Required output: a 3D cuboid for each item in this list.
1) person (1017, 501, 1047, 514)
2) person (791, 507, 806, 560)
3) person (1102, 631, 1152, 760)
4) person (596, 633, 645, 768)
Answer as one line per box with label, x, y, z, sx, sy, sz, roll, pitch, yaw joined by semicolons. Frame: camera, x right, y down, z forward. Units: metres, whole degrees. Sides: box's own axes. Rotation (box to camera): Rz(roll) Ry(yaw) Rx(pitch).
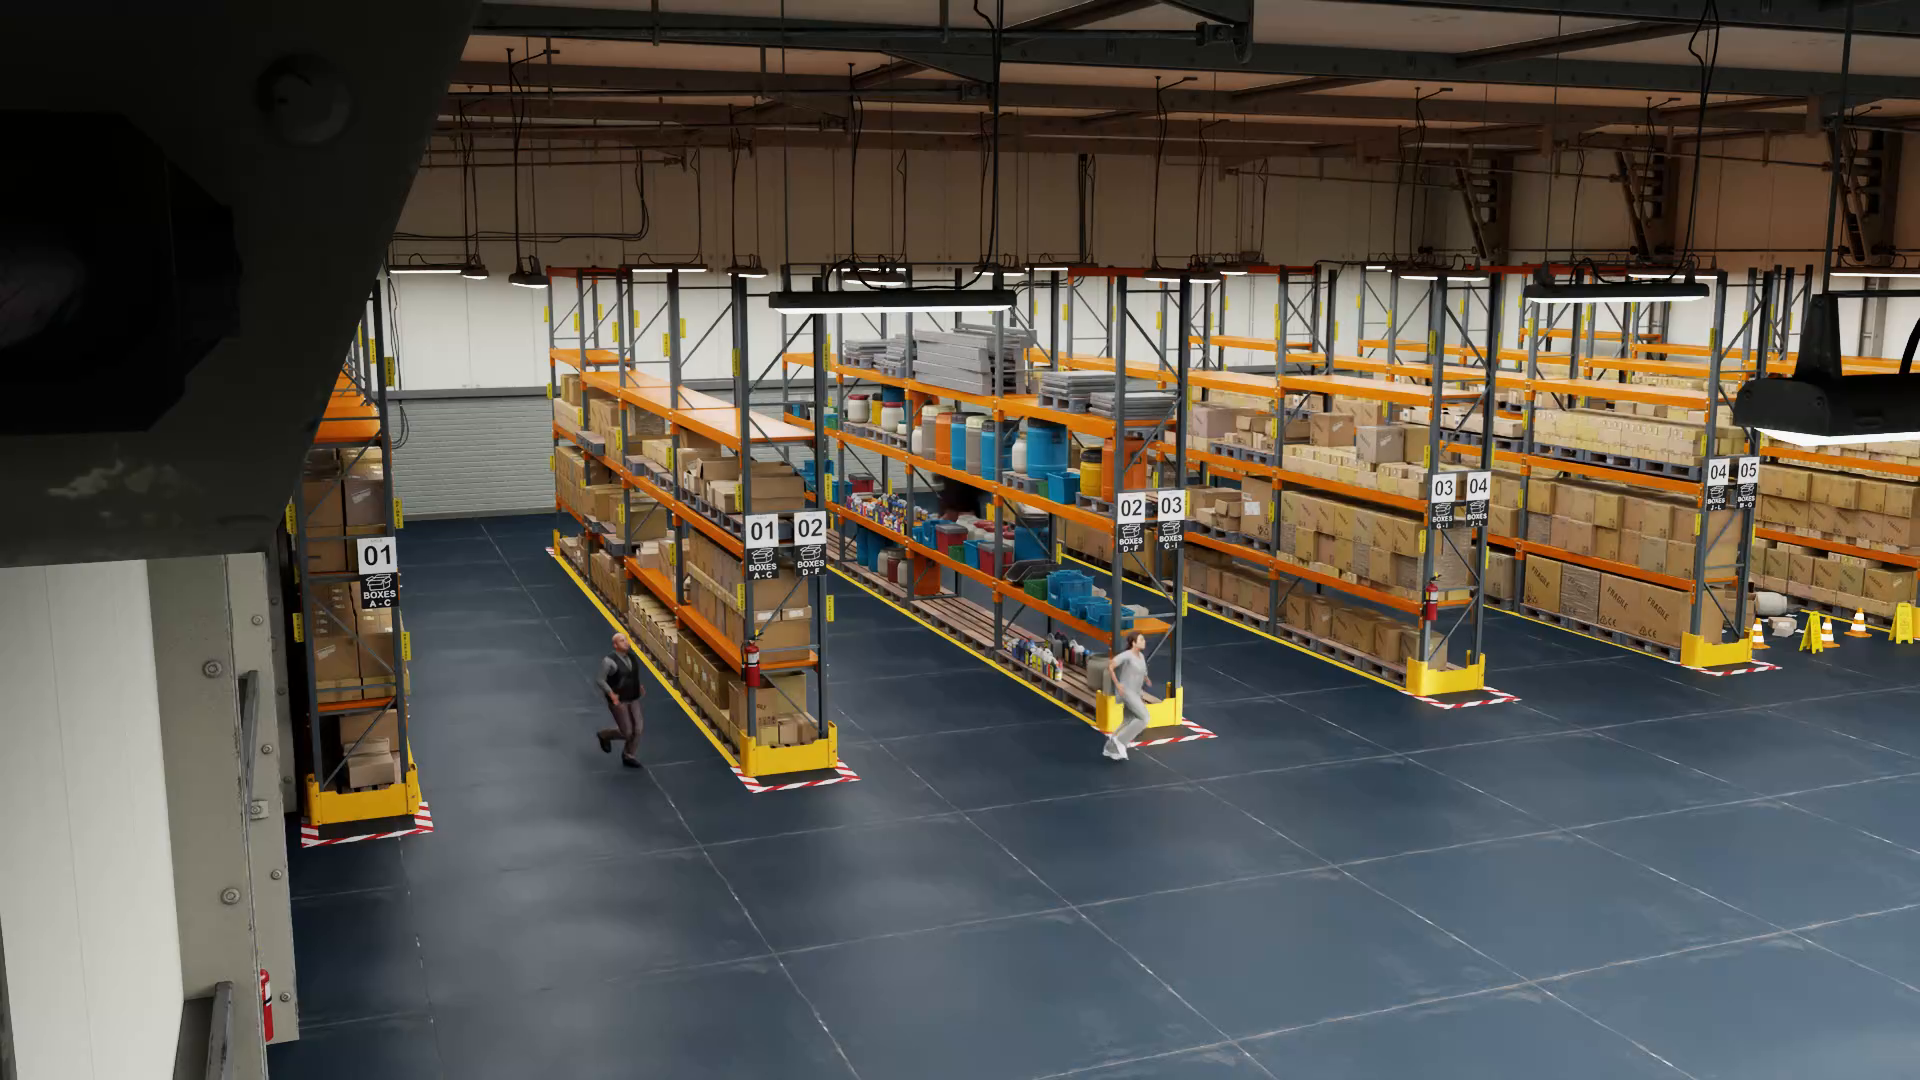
person;1.488;-0.517;33.250;0.667;1.649;0.627;-4;11;-21
person;-3.185;-0.094;31.723;0.726;1.651;0.924;-3;10;-18
person;2.154;1.935;20.844;0.618;1.603;0.578;6;11;29
person;-4.196;1.968;20.577;0.625;1.683;0.664;7;12;36
